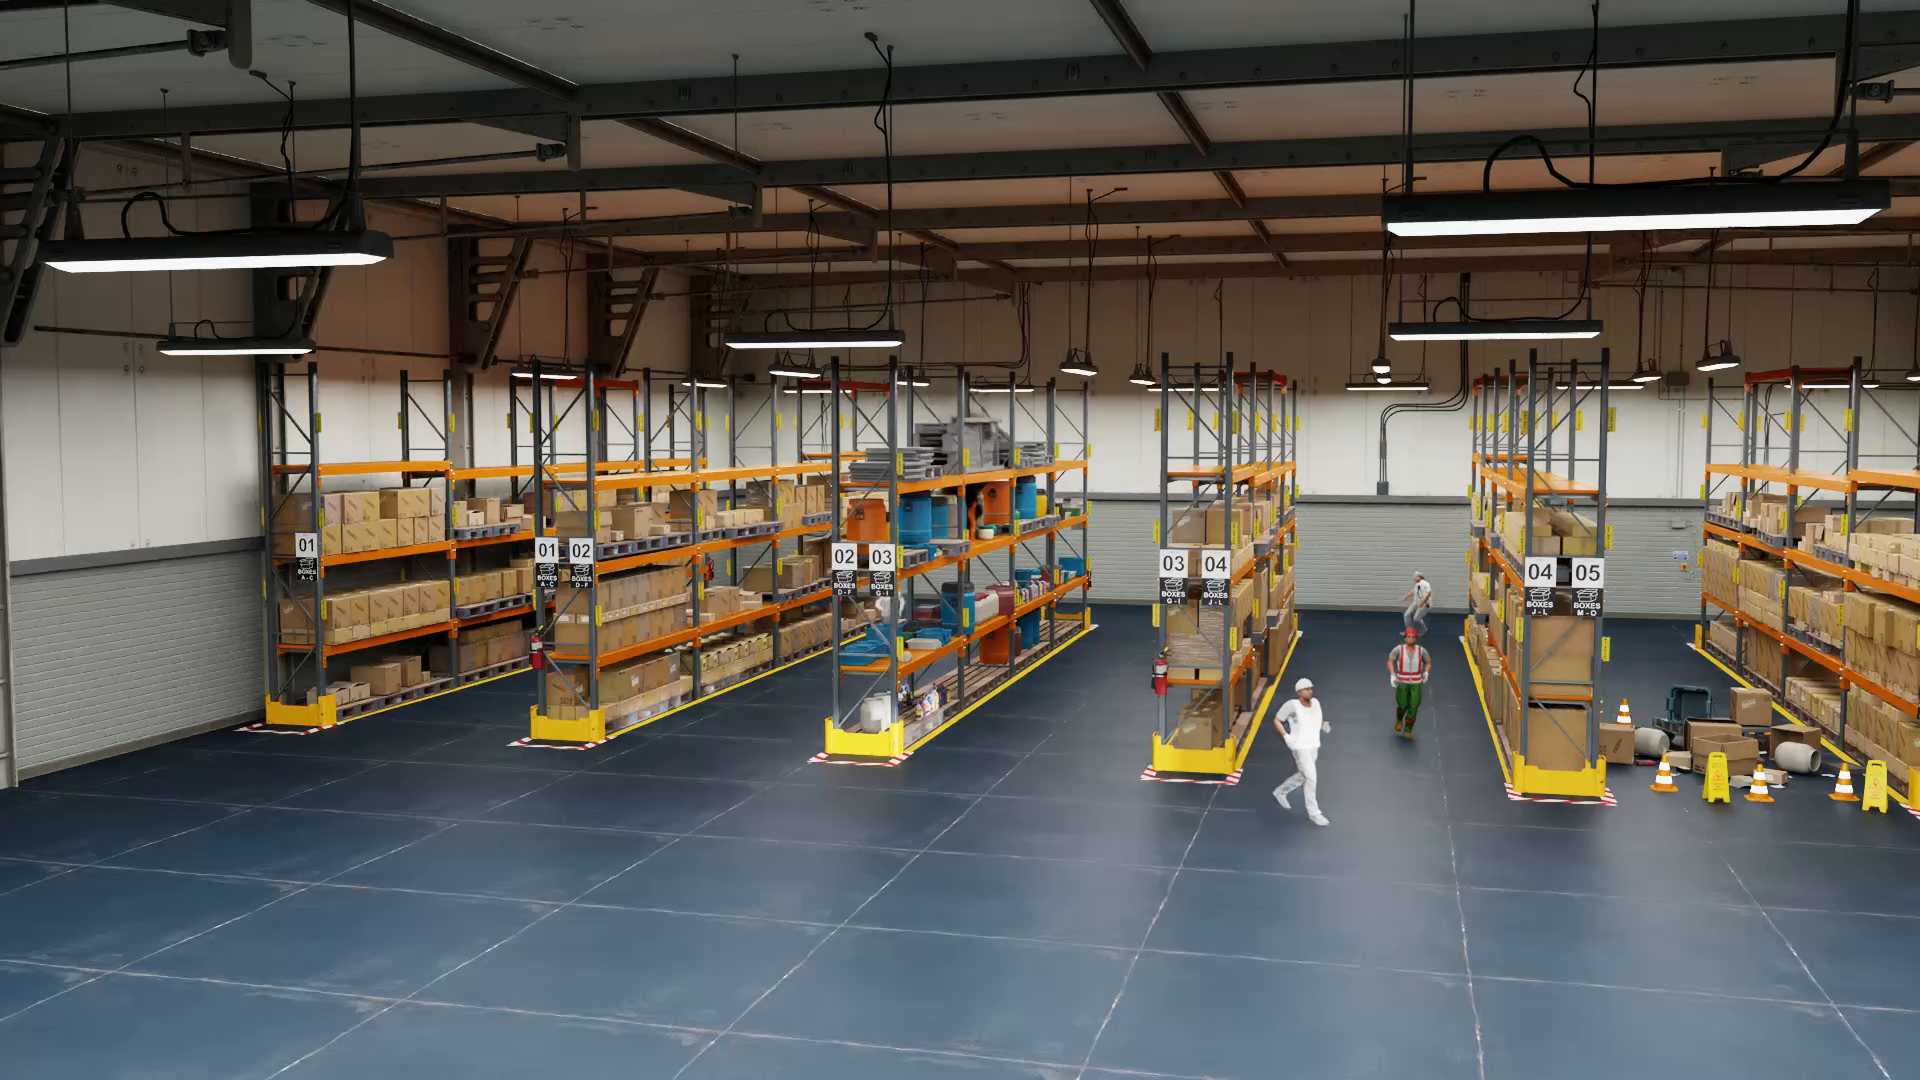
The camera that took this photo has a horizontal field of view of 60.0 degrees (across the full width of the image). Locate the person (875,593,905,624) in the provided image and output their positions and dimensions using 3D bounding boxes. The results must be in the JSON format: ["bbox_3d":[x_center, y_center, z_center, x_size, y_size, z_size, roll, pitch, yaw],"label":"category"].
[{"bbox_3d":[-1.504,1.660,35.483,0.608,1.714,0.865,0,4,7],"label":"person"}]

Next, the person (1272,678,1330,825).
[{"bbox_3d":[4.332,2.631,21.008,0.648,1.795,0.924,-3,5,-38],"label":"person"}]

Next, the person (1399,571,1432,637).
[{"bbox_3d":[10.736,1.498,38.998,0.510,1.555,0.802,-2,4,-21],"label":"person"}]

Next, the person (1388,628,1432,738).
[{"bbox_3d":[7.157,2.271,26.434,0.673,1.752,0.590,0,4,6],"label":"person"}]
